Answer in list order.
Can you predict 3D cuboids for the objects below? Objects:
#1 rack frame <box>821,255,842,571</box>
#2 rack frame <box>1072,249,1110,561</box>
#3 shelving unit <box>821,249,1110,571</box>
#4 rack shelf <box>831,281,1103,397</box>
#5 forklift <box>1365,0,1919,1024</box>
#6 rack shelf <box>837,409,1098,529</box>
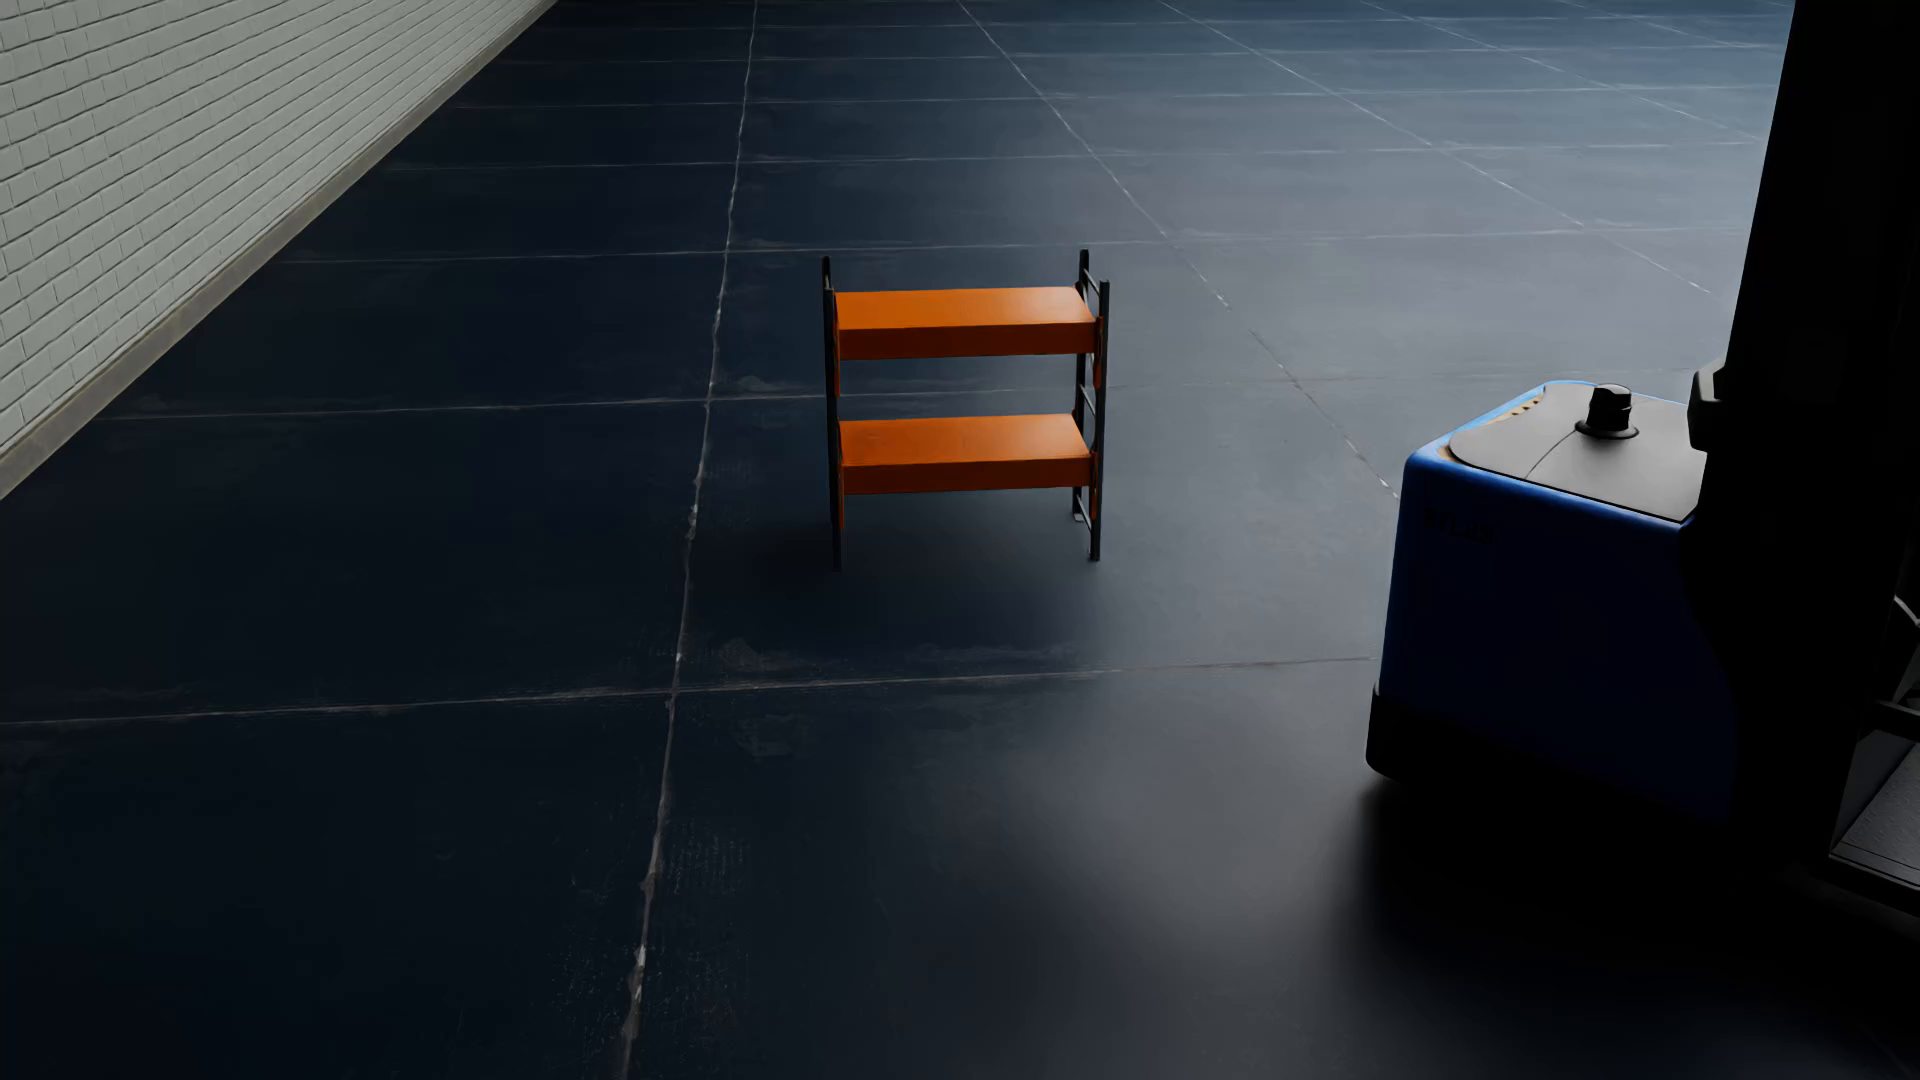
[{"bbox_3d":[-0.499,-0.494,6.476,0.032,1.125,0.500,-2,24,-5],"label":"rack frame"},{"bbox_3d":[0.513,-0.535,6.568,0.032,1.125,0.500,-2,24,-5],"label":"rack frame"},{"bbox_3d":[0.007,-0.514,6.522,1.048,1.125,0.538,-2,24,-5],"label":"shelving unit"},{"bbox_3d":[0.007,-0.782,6.403,1.000,0.278,0.538,-2,24,-5],"label":"rack shelf"},{"bbox_3d":[2.657,-0.334,3.894,3.031,2.935,1.130,21,31,39],"label":"forklift"},{"bbox_3d":[0.007,-0.291,6.621,1.000,0.278,0.538,-2,24,-5],"label":"rack shelf"}]
